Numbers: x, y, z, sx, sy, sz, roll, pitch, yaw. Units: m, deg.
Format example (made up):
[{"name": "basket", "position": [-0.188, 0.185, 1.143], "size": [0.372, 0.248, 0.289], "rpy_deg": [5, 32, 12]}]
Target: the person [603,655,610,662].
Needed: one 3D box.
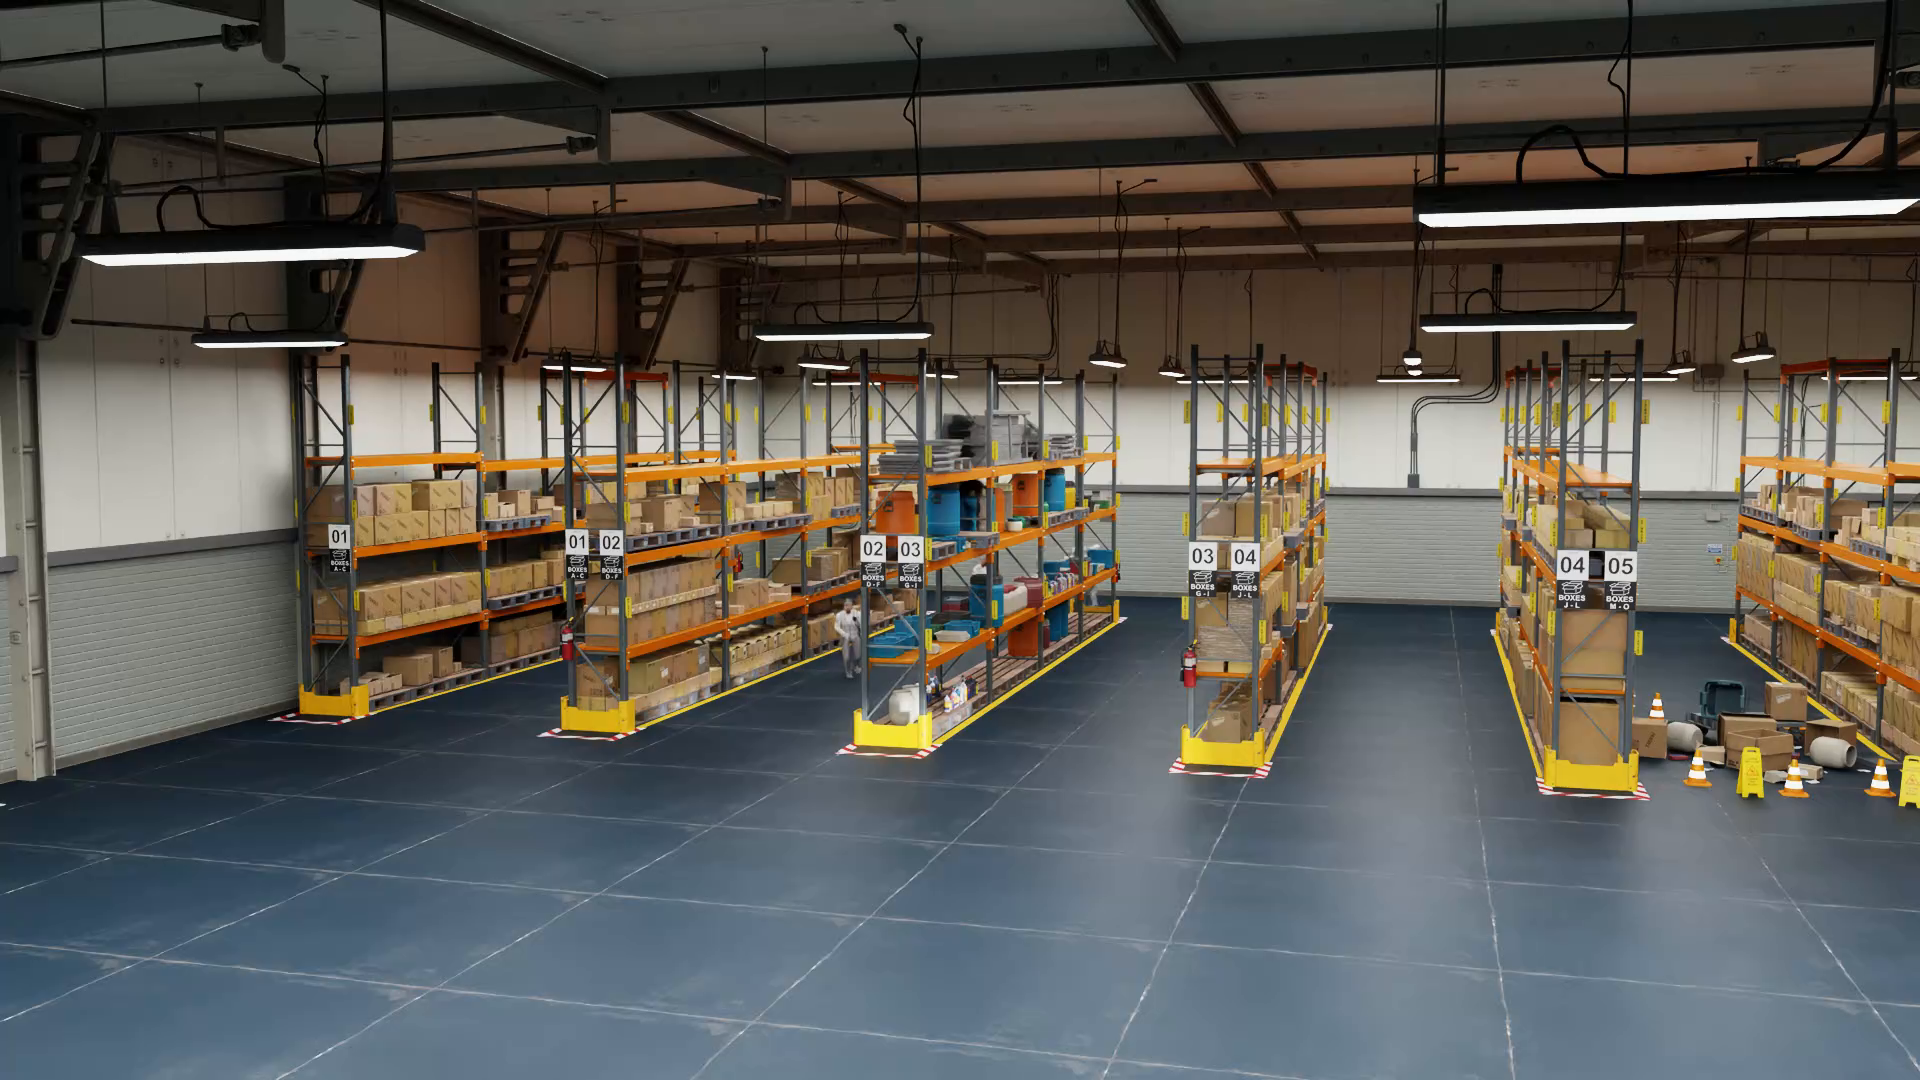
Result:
[{"name": "person", "position": [-6.305, 1.986, 30.111], "size": [0.536, 1.544, 0.688], "rpy_deg": [0, 4, 5]}]

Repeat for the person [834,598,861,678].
[{"name": "person", "position": [-2.086, 1.857, 31.559], "size": [0.595, 1.573, 0.728], "rpy_deg": [0, 4, -5]}]

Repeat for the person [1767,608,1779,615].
[{"name": "person", "position": [18.937, 1.348, 38.778], "size": [0.988, 1.469, 0.722], "rpy_deg": [0, 4, -3]}]

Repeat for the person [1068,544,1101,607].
[{"name": "person", "position": [3.179, 0.961, 42.870], "size": [1.044, 1.730, 0.731], "rpy_deg": [1, 5, 18]}]

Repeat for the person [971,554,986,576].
[{"name": "person", "position": [0.595, 1.169, 39.834], "size": [0.666, 1.726, 0.768], "rpy_deg": [1, 4, 7]}]
